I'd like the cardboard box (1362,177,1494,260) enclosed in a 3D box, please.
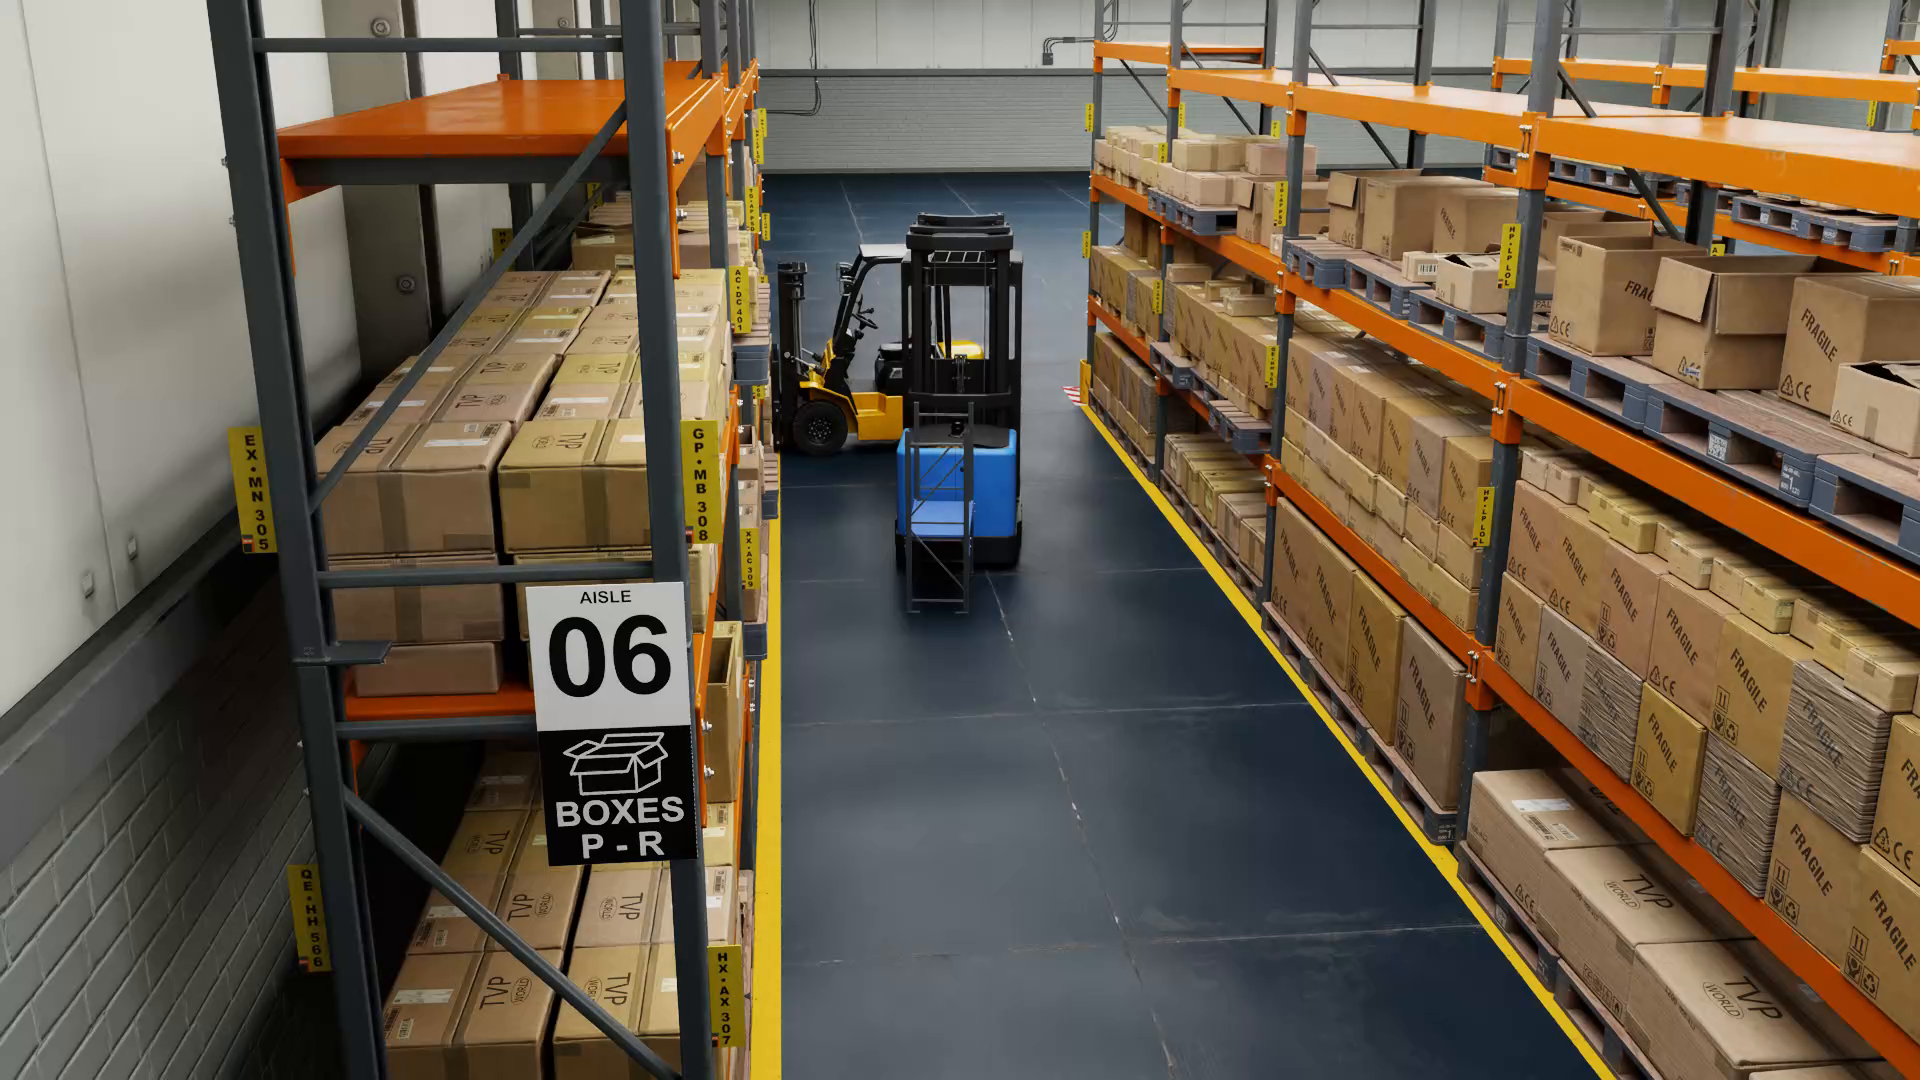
[{"bbox_3d":[3.201,-2.209,11.404,0.700,0.500,0.500,-3,18,-8],"label":"cardboard box"}]

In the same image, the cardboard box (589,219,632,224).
[{"bbox_3d":[-2.150,-1.935,10.485,0.380,0.149,0.250,-2,18,-6],"label":"cardboard box"}]

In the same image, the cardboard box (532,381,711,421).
[{"bbox_3d":[-1.031,-0.313,5.152,0.500,0.250,0.500,-2,18,-6],"label":"cardboard box"}]

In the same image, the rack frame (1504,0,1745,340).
[{"bbox_3d":[3.322,-2.490,8.157,1.000,3.000,0.127,-2,18,-6],"label":"rack frame"}]

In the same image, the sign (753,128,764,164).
[{"bbox_3d":[-1.901,-3.704,15.644,0.100,0.325,0.005,-2,18,-6],"label":"sign"}]

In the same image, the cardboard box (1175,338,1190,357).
[{"bbox_3d":[2.257,-1.842,15.829,0.380,0.149,0.250,-1,17,-5],"label":"cardboard box"}]

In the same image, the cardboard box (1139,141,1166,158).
[{"bbox_3d":[2.049,-4.019,17.124,0.380,0.149,0.250,-1,17,-4],"label":"cardboard box"}]

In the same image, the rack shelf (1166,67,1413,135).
[{"bbox_3d":[2.704,-3.743,14.019,1.077,0.370,4.000,-2,18,-6],"label":"rack shelf"}]

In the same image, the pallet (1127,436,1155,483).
[{"bbox_3d":[2.393,-0.880,17.699,1.003,0.211,1.213,-2,18,-6],"label":"pallet"}]

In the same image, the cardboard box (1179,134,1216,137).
[{"bbox_3d":[2.605,-4.347,18.169,0.380,0.149,0.250,-1,17,-4],"label":"cardboard box"}]

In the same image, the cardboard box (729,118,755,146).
[{"bbox_3d":[-2.536,-4.169,17.472,0.797,0.503,0.637,-1,17,-4],"label":"cardboard box"}]

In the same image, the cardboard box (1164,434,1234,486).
[{"bbox_3d":[2.554,-0.801,16.481,0.950,0.372,0.625,-2,17,-5],"label":"cardboard box"}]

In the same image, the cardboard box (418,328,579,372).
[{"bbox_3d":[-1.667,-0.603,6.075,0.500,0.250,0.500,-2,18,-6],"label":"cardboard box"}]

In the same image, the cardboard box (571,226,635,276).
[{"bbox_3d":[-1.714,-1.461,8.251,0.396,0.266,0.258,-2,18,-6],"label":"cardboard box"}]

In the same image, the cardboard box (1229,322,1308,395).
[{"bbox_3d":[2.522,-1.490,13.623,0.500,0.500,0.500,-2,18,-7],"label":"cardboard box"}]

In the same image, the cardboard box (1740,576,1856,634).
[{"bbox_3d":[3.313,0.251,6.524,0.380,0.149,0.250,-1,17,-4],"label":"cardboard box"}]

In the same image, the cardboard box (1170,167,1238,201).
[{"bbox_3d":[2.212,-3.233,15.083,0.500,0.250,0.500,-2,18,-6],"label":"cardboard box"}]

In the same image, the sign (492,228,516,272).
[{"bbox_3d":[-2.166,-1.321,7.920,0.100,0.325,0.005,-2,18,-6],"label":"sign"}]

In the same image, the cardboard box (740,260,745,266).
[{"bbox_3d":[-1.307,-1.354,8.602,0.380,0.149,0.250,-1,17,-5],"label":"cardboard box"}]

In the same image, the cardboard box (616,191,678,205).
[{"bbox_3d":[-2.357,-2.480,12.517,0.500,0.250,0.500,-2,18,-6],"label":"cardboard box"}]

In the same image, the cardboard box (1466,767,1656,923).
[{"bbox_3d":[3.280,1.585,8.770,0.875,0.438,0.875,-2,18,-6],"label":"cardboard box"}]

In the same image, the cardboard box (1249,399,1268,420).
[{"bbox_3d":[2.542,-1.068,13.362,0.380,0.149,0.250,-2,17,-5],"label":"cardboard box"}]

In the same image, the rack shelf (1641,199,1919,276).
[{"bbox_3d":[7.617,-2.686,14.991,1.077,0.370,4.000,-2,18,-6],"label":"rack shelf"}]

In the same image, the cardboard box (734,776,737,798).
[{"bbox_3d":[-1.215,0.899,7.134,0.500,0.250,0.500,-2,18,-6],"label":"cardboard box"}]

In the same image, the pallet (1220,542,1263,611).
[{"bbox_3d":[2.831,0.278,14.011,1.003,0.211,1.213,-2,18,-6],"label":"pallet"}]

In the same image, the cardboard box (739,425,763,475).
[{"bbox_3d":[-1.675,-0.434,10.750,0.797,0.503,0.637,-2,18,-7],"label":"cardboard box"}]

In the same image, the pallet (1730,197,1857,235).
[{"bbox_3d":[7.586,-2.867,14.680,1.003,0.211,1.213,-1,17,-3],"label":"pallet"}]

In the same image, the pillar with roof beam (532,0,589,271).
[{"bbox_3d":[1.224,-4.021,13.033,9.100,9.000,0.400,-2,18,-6],"label":"pillar with roof beam"}]

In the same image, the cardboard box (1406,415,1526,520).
[{"bbox_3d":[2.966,-0.432,9.780,0.500,0.500,0.500,-1,17,-5],"label":"cardboard box"}]

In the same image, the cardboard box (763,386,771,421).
[{"bbox_3d":[-2.177,-1.376,16.845,0.500,0.250,0.500,-2,18,-6],"label":"cardboard box"}]

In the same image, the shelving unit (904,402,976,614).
[{"bbox_3d":[-0.157,-0.282,13.645,0.538,1.500,1.048,1,17,2],"label":"shelving unit"}]

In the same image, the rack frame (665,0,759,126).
[{"bbox_3d":[-2.852,-5.910,19.053,1.000,3.000,0.127,-2,18,-6],"label":"rack frame"}]

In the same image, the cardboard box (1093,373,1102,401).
[{"bbox_3d":[1.893,-1.842,20.000,0.500,0.250,0.500,-2,18,-6],"label":"cardboard box"}]

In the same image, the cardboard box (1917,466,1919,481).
[{"bbox_3d":[3.476,-0.249,5.578,0.380,0.149,0.250,-3,18,-10],"label":"cardboard box"}]

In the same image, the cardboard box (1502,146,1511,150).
[{"bbox_3d":[6.741,-4.757,19.938,0.380,0.149,0.250,-2,18,-5],"label":"cardboard box"}]

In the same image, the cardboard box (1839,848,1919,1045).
[{"bbox_3d":[3.422,1.381,5.676,0.500,0.500,0.500,-2,18,-5],"label":"cardboard box"}]

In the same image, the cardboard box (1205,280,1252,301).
[{"bbox_3d":[2.409,-2.239,14.926,0.380,0.149,0.250,-1,17,-3],"label":"cardboard box"}]

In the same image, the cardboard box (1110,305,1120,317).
[{"bbox_3d":[1.941,-2.666,19.153,0.380,0.149,0.250,-1,17,-4],"label":"cardboard box"}]

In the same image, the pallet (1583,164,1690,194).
[{"bbox_3d":[7.337,-3.827,17.572,1.003,0.211,1.213,-2,18,-6],"label":"pallet"}]

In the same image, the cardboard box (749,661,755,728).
[{"bbox_3d":[-1.600,0.906,10.828,0.500,0.500,0.500,-2,18,-8],"label":"cardboard box"}]

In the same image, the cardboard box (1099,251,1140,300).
[{"bbox_3d":[1.914,-3.088,19.416,0.500,0.500,0.500,-1,17,-4],"label":"cardboard box"}]

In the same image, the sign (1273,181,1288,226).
[{"bbox_3d":[2.370,-2.481,12.273,0.100,0.325,0.005,-2,18,-6],"label":"sign"}]

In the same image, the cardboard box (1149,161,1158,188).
[{"bbox_3d":[2.184,-3.636,16.570,0.500,0.250,0.500,-2,18,-6],"label":"cardboard box"}]

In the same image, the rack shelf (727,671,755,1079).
[{"bbox_3d":[-1.408,1.466,6.773,1.077,0.370,4.000,-2,18,-6],"label":"rack shelf"}]

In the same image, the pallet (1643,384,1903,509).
[{"bbox_3d":[3.519,-0.410,6.687,1.003,0.211,1.213,-2,18,-6],"label":"pallet"}]

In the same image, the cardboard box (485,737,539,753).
[{"bbox_3d":[-1.725,0.551,6.990,0.500,0.500,0.500,-2,18,-7],"label":"cardboard box"}]

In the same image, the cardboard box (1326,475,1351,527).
[{"bbox_3d":[2.829,-0.285,11.401,0.500,0.250,0.500,-1,17,-4],"label":"cardboard box"}]

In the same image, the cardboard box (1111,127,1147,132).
[{"bbox_3d":[1.960,-4.708,19.317,0.380,0.149,0.250,-2,18,-6],"label":"cardboard box"}]

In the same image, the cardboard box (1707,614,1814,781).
[{"bbox_3d":[3.318,0.601,6.492,0.500,0.500,0.500,-2,18,-6],"label":"cardboard box"}]

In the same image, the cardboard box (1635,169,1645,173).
[{"bbox_3d":[7.055,-3.852,17.055,0.380,0.149,0.250,-2,18,-6],"label":"cardboard box"}]

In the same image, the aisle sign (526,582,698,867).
[{"bbox_3d":[-0.903,0.490,4.342,0.394,0.787,0.004,-2,18,-6],"label":"aisle sign"}]

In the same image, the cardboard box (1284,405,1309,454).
[{"bbox_3d":[2.716,-0.828,12.294,0.500,0.250,0.500,-2,18,-6],"label":"cardboard box"}]

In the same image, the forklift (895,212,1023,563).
[{"bbox_3d":[0.027,-1.585,15.405,1.130,2.935,3.031,1,17,2],"label":"forklift"}]
